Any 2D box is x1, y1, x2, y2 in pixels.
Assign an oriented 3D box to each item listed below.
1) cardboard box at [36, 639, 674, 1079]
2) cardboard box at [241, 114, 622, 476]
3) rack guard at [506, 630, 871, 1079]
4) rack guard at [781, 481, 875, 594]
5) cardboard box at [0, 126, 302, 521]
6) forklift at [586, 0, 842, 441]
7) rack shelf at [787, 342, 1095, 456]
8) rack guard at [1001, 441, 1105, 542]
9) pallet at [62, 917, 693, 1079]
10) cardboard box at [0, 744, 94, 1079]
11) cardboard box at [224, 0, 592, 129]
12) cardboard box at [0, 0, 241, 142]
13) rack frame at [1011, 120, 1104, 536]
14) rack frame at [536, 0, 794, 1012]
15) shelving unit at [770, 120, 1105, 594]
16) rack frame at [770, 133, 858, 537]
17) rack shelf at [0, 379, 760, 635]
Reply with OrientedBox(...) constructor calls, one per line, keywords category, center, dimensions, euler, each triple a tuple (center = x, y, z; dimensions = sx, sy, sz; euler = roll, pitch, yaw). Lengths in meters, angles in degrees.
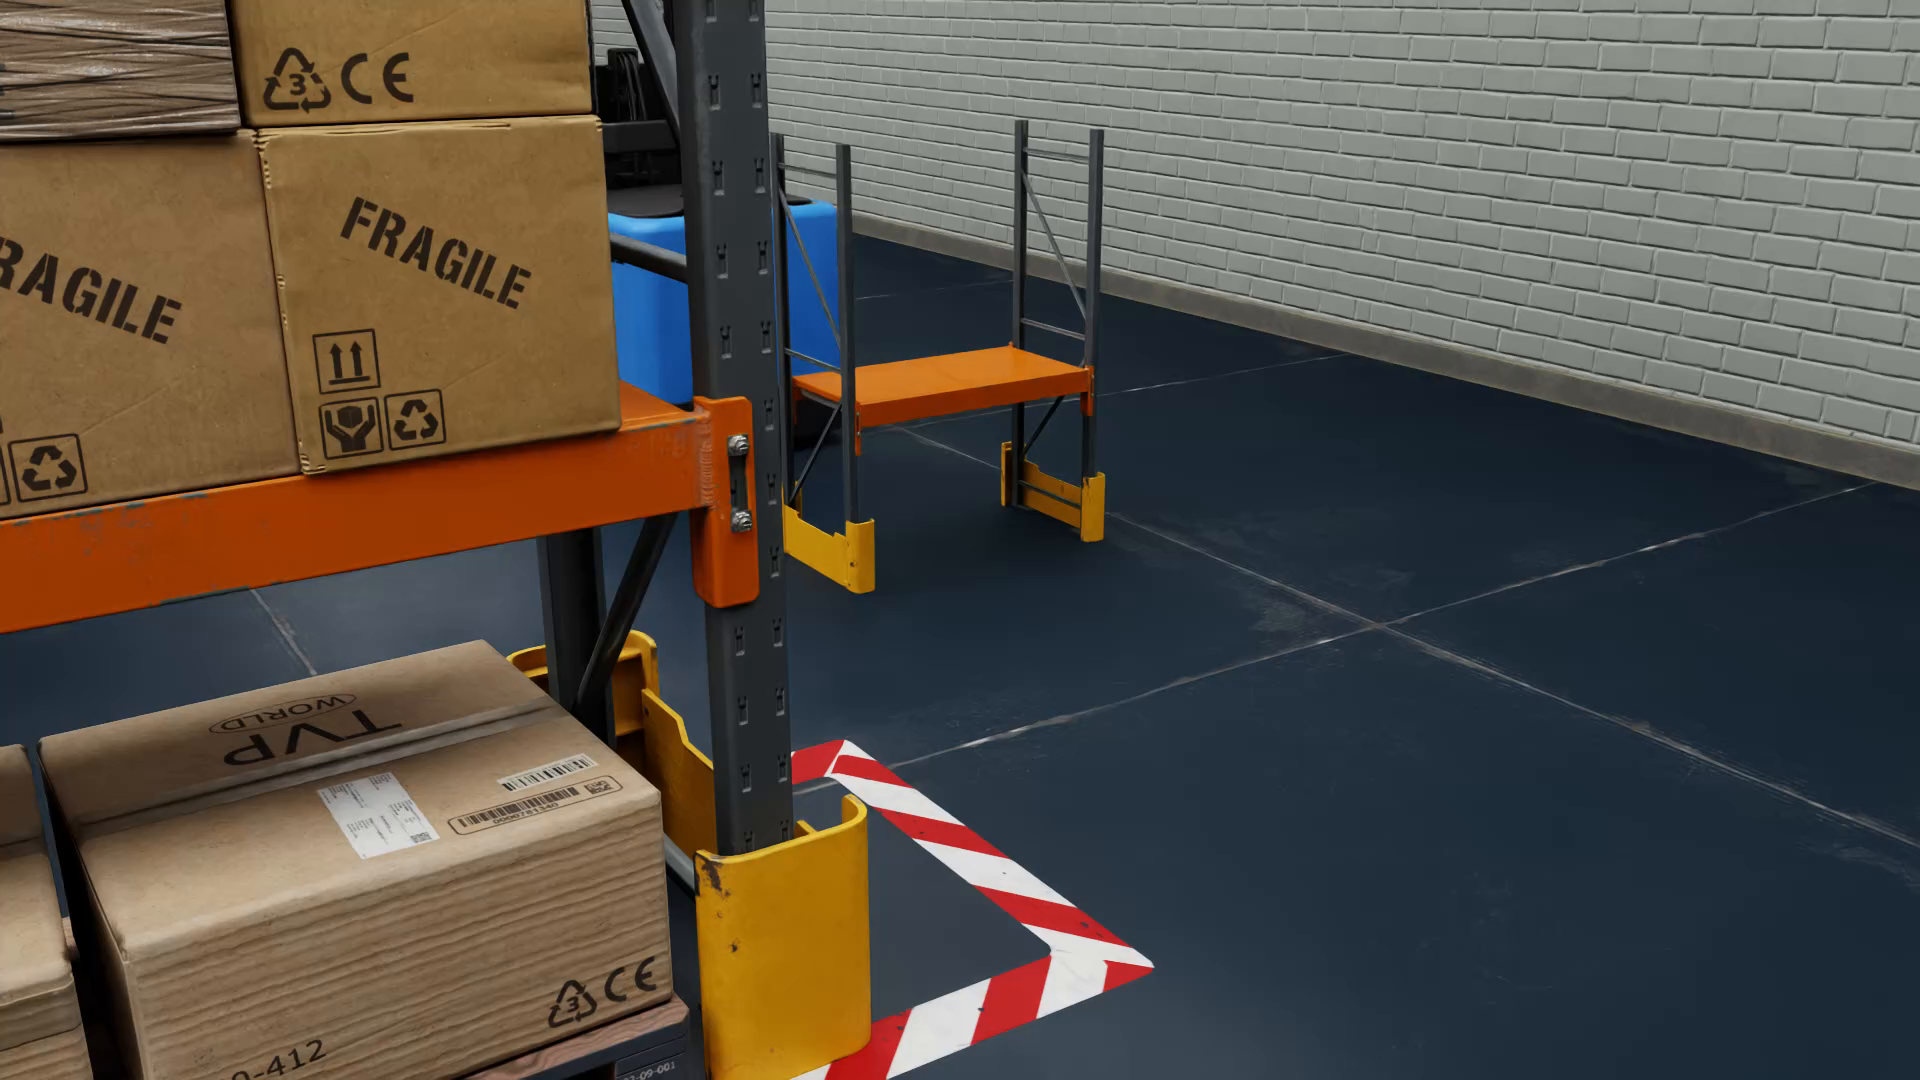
OrientedBox(category="cardboard box", center=(-1.133, 0.611, 3.099), dimensions=(0.875, 0.438, 0.875), euler=(-13, 23, -33))
OrientedBox(category="cardboard box", center=(-0.894, -0.438, 2.702), dimensions=(0.500, 0.500, 0.500), euler=(-12, 22, -31))
OrientedBox(category="rack guard", center=(-0.616, 0.633, 3.592), dimensions=(0.348, 0.500, 1.175), euler=(-12, 22, -31))
OrientedBox(category="rack guard", center=(-0.480, -0.017, 5.906), dimensions=(0.087, 0.250, 0.587), euler=(-12, 22, -31))
OrientedBox(category="cardboard box", center=(-1.321, -0.354, 2.453), dimensions=(0.500, 0.500, 0.500), euler=(-12, 22, -33))
OrientedBox(category="forklift", center=(-1.816, -2.115, 7.924), dimensions=(1.130, 2.935, 3.031), euler=(-14, 23, -36))
OrientedBox(category="rack shelf", center=(-0.071, -0.525, 6.018), dimensions=(1.000, 0.185, 0.538), euler=(-12, 22, -31))
OrientedBox(category="rack guard", center=(0.352, -0.193, 6.425), dimensions=(0.087, 0.250, 0.587), euler=(-12, 22, -31))
OrientedBox(category="pallet", center=(-1.261, 0.936, 3.147), dimensions=(1.213, 0.211, 1.003), euler=(-12, 22, -31))
OrientedBox(category="cardboard box", center=(-1.892, 0.774, 2.615), dimensions=(0.875, 0.438, 0.875), euler=(-11, 22, -30))
OrientedBox(category="cardboard box", center=(-0.908, -0.919, 2.563), dimensions=(0.500, 0.500, 0.500), euler=(-11, 22, -30))
OrientedBox(category="cardboard box", center=(-1.329, -0.819, 2.268), dimensions=(0.500, 0.500, 0.500), euler=(-12, 22, -31))
OrientedBox(category="rack frame", center=(0.353, -0.785, 6.225), dimensions=(0.032, 1.500, 0.500), euler=(-12, 22, -31))
OrientedBox(category="rack frame", center=(-0.636, -0.547, 3.179), dimensions=(0.127, 3.000, 1.000), euler=(-12, 22, -31))
OrientedBox(category="shelving unit", center=(-0.064, -0.697, 5.965), dimensions=(1.083, 1.500, 0.587), euler=(-12, 22, -31))
OrientedBox(category="rack frame", center=(-0.496, -0.606, 5.695), dimensions=(0.032, 1.500, 0.500), euler=(-12, 22, -31))
OrientedBox(category="rack shelf", center=(-2.307, 0.146, 2.252), dimensions=(4.000, 0.370, 1.077), euler=(-12, 22, -31))
